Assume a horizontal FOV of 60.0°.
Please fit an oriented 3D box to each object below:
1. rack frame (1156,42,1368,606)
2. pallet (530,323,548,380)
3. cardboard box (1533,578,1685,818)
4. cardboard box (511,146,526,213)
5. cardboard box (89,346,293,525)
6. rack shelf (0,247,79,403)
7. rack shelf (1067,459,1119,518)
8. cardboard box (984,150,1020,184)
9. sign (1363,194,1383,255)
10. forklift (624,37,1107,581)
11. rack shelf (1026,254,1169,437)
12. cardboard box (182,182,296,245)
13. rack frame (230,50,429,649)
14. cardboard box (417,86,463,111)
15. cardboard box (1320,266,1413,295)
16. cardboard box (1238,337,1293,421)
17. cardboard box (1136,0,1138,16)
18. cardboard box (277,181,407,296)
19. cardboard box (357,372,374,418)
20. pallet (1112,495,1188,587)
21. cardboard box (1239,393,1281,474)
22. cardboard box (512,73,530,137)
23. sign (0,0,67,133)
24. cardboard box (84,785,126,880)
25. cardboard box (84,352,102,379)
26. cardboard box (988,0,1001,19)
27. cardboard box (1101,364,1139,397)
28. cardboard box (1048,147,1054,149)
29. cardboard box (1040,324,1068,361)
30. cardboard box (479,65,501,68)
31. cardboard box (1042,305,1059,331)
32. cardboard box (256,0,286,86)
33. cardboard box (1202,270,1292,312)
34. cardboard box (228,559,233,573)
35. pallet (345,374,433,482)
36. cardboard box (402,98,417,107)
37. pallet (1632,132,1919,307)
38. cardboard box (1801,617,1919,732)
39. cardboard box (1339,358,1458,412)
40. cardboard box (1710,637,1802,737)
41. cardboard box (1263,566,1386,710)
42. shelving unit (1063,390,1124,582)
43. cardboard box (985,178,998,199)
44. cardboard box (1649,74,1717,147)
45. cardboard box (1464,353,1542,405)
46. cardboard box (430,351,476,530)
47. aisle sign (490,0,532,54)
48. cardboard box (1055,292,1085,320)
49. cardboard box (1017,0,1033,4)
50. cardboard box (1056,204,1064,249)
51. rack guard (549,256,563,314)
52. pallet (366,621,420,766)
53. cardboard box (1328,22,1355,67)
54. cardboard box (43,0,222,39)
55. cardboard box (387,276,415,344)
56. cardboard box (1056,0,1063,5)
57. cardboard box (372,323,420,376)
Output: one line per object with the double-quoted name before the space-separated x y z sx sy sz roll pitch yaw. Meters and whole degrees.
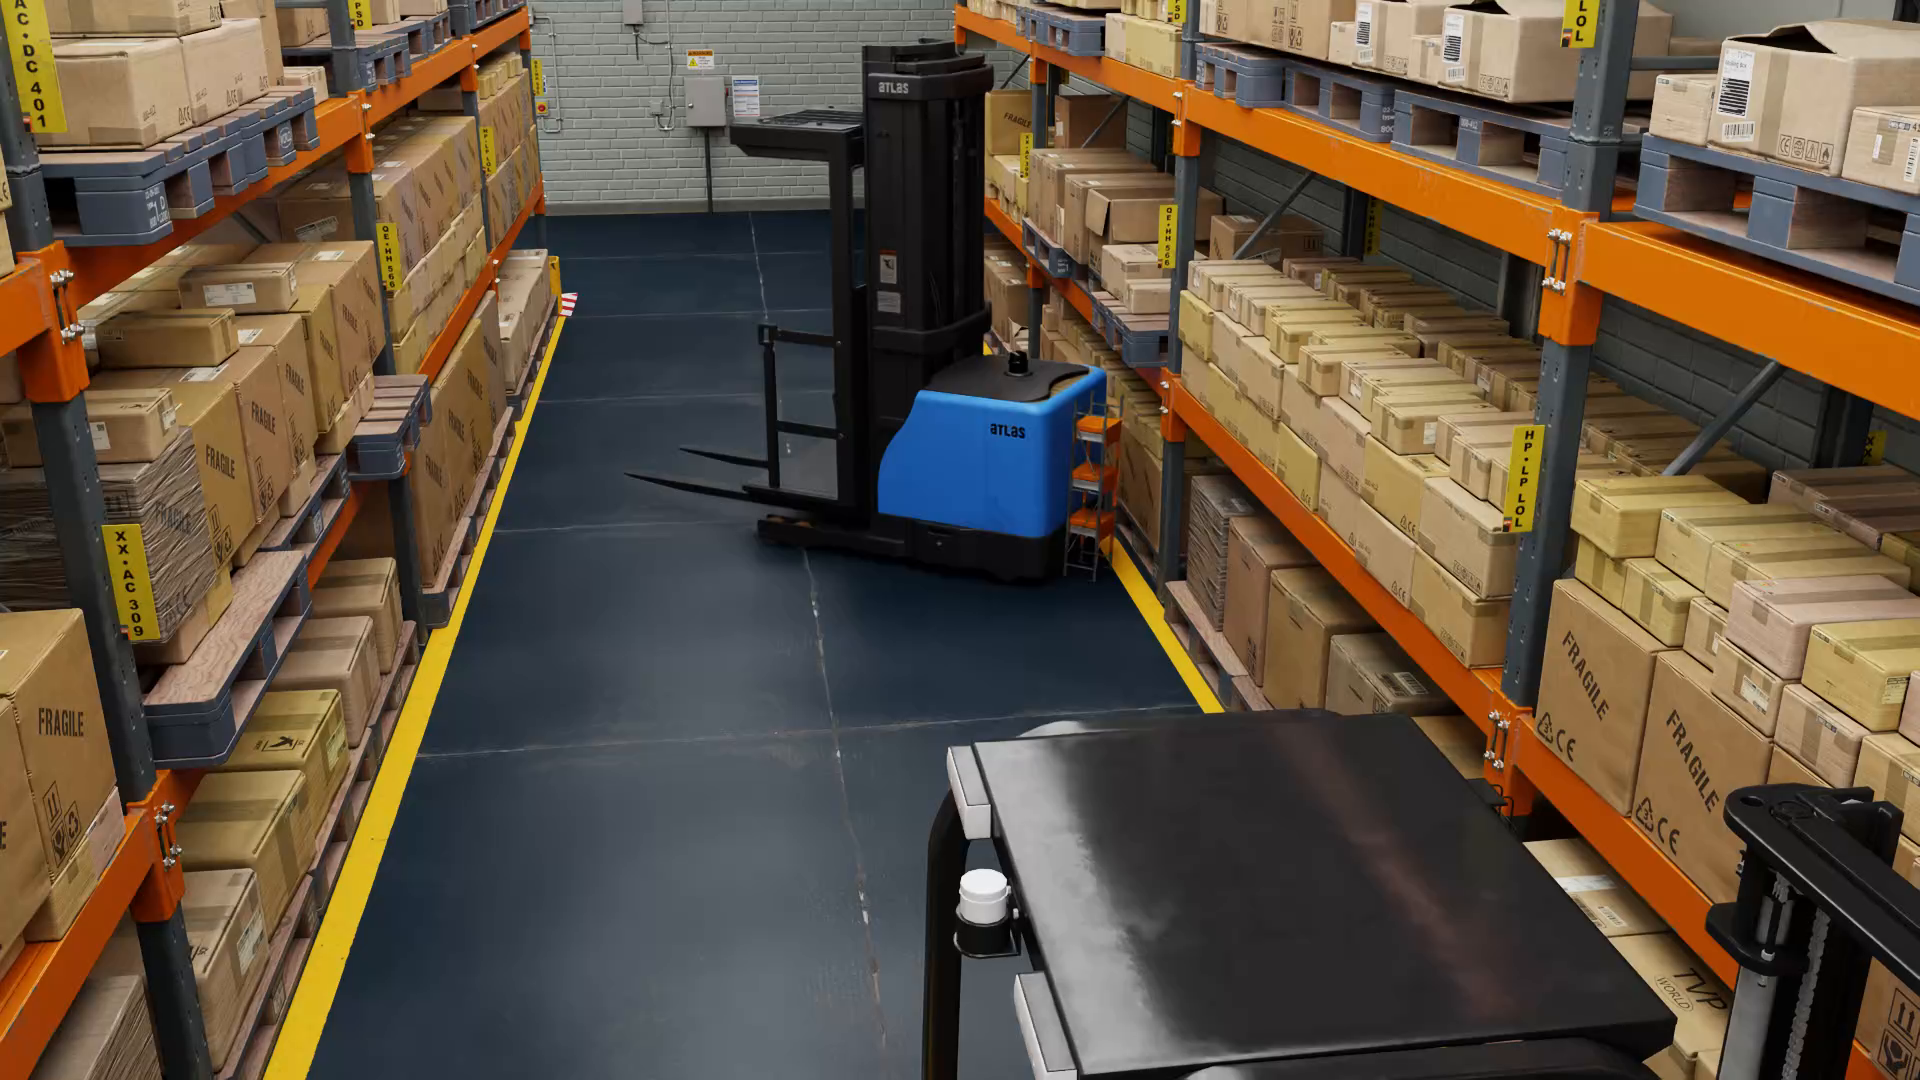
"rack frame" 1.608 -1.087 8.841 1.000 3.000 0.127 -3 21 -8
"pallet" -4.091 -1.605 14.212 1.003 0.211 1.213 -3 21 -8
"cardboard box" 1.991 0.417 4.668 0.500 0.500 0.500 -3 21 -9
"cardboard box" -3.896 -2.969 13.734 0.500 0.500 0.500 -2 21 -6
"cardboard box" -2.641 -0.356 5.714 0.500 0.500 0.500 -3 21 -8
"rack shelf" -2.438 0.173 2.206 1.077 0.370 4.000 -3 21 -8
"rack shelf" 0.762 -0.296 9.520 0.215 0.259 0.240 11 22 24
"cardboard box" 0.498 -3.230 14.366 0.500 0.250 0.500 -3 21 -9
"sign" 2.157 -1.659 8.716 0.100 0.325 0.005 -3 21 -8
"forklift" -0.668 -1.473 9.971 3.031 2.935 1.130 10 23 24
"rack shelf" 1.320 -1.443 10.821 1.077 0.370 4.000 -3 21 -8
"cardboard box" -3.636 -1.517 8.418 0.500 0.500 0.500 -3 21 -9
"rack frame" -3.303 -0.836 8.167 1.000 3.000 0.127 -3 21 -8
"cardboard box" -3.668 -3.162 11.897 0.380 0.149 0.250 -3 21 -9
"cardboard box" 2.004 -1.251 8.208 0.380 0.149 0.250 -2 21 -6
"cardboard box" 1.559 -0.730 7.383 0.500 0.250 0.500 -3 21 -9
"cardboard box" 1.223 -3.075 9.521 0.380 0.149 0.250 -3 21 -7
"cardboard box" -3.132 -1.534 8.465 0.500 0.500 0.500 -4 21 -10
"cardboard box" -2.832 -0.639 7.399 0.380 0.149 0.250 -3 21 -8
"pallet" 1.538 -0.042 10.026 1.003 0.211 1.213 -3 21 -8
"cardboard box" 1.579 -0.499 7.479 0.500 0.250 0.500 -4 21 -10
"cardboard box" -4.047 -3.787 14.495 0.500 0.500 0.500 -3 21 -8
"sign" -2.190 -1.128 3.924 0.100 0.325 0.005 -3 21 -8
"cardboard box" -2.378 0.763 4.246 0.380 0.149 0.250 -3 21 -8
"cardboard box" -3.161 -0.333 5.652 0.500 0.500 0.500 -2 21 -6
"cardboard box" 0.437 -4.401 13.784 0.380 0.149 0.250 -2 21 -7
"cardboard box" 1.123 -1.036 10.748 0.380 0.149 0.250 -4 21 -10
"cardboard box" 0.999 -3.249 14.418 0.500 0.250 0.500 -3 21 -8
"cardboard box" 0.879 -1.319 12.434 0.500 0.500 0.500 -2 21 -5
"cardboard box" -3.949 -3.780 13.550 0.380 0.149 0.250 -2 21 -6
"cardboard box" 0.820 -1.664 12.431 0.380 0.149 0.250 -2 21 -5
"cardboard box" -3.176 -1.959 6.745 0.700 0.500 0.500 -3 21 -8
"cardboard box" 1.403 -1.221 8.127 0.380 0.149 0.250 -2 21 -7
"cardboard box" -2.637 0.082 5.469 0.380 0.149 0.250 -2 21 -4
"pallet" -3.095 -0.505 7.554 1.213 0.211 1.003 -3 21 -8
"cardboard box" -4.169 -3.227 12.071 0.380 0.149 0.250 -2 21 -6
"pallet" 2.334 -0.772 3.836 1.003 0.211 1.213 -3 21 -8
"cardboard box" 2.110 0.289 3.659 0.380 0.149 0.250 -3 21 -9
"cardboard box" 1.703 -0.601 6.469 0.380 0.149 0.250 -3 21 -7
"cardboard box" 2.037 0.338 3.954 0.380 0.149 0.250 -2 21 -7
"cardboard box" 1.884 0.504 7.374 0.875 0.625 0.625 -4 21 -10
"shelving unit" 0.763 -0.306 9.516 0.215 1.050 0.252 11 22 24
"cardboard box" 0.426 -3.073 14.517 0.380 0.149 0.250 -2 21 -7
"cardboard box" 1.949 -1.063 4.104 0.380 0.149 0.250 -2 21 -7
"cardboard box" 2.215 -0.630 6.545 0.380 0.149 0.250 -3 21 -8
"cardboard box" -3.445 -0.590 9.944 0.875 0.875 0.875 -3 21 -7
"aisle sign" -4.160 -4.864 15.237 0.394 0.787 0.004 -3 21 -8
"cardboard box" 0.905 -1.716 12.144 0.380 0.149 0.250 -4 21 -10
"cardboard box" 0.714 -4.101 12.412 0.500 0.250 0.500 -3 21 -8
"cardboard box" 0.852 -2.106 11.159 0.396 0.266 0.258 -2 21 -5
"rack guard" -4.460 -2.443 16.043 1.175 0.500 0.348 -3 21 -8
"pallet" -3.192 0.741 7.930 1.003 0.211 1.213 -3 21 -8
"cardboard box" 1.615 -1.866 6.254 0.380 0.149 0.250 -3 21 -8
"cardboard box" -2.496 -1.611 4.856 0.500 0.250 0.500 -3 21 -9
"cardboard box" -3.131 -1.188 8.609 0.500 0.250 0.500 -3 21 -8
"cardboard box" 0.831 -3.526 10.699 0.380 0.149 0.250 -3 21 -8
"cardboard box" -3.124 -0.948 8.681 0.500 0.250 0.500 -3 21 -9
